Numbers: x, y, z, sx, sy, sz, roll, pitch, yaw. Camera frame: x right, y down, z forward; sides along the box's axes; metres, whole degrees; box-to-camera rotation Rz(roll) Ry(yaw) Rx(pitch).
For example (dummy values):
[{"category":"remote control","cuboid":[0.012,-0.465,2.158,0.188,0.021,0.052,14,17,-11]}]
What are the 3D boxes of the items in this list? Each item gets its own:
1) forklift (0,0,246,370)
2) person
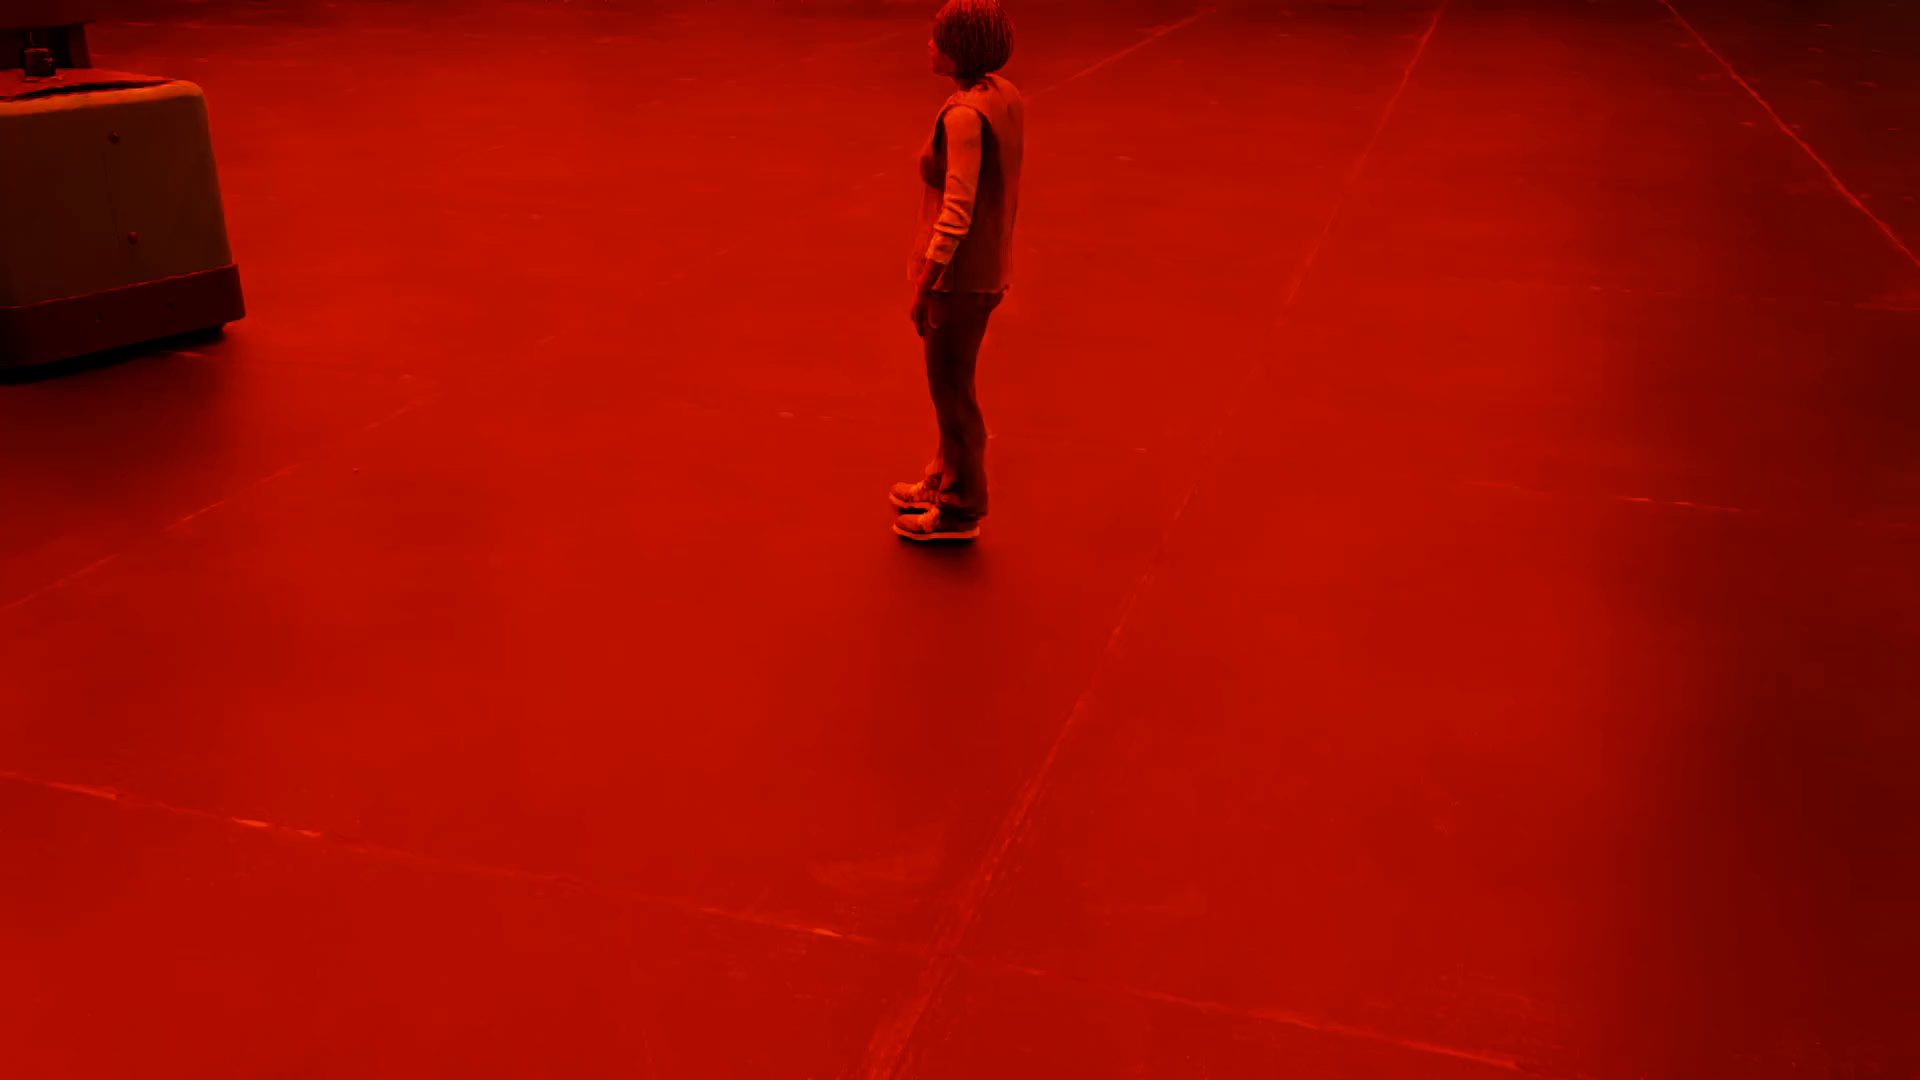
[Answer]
[{"category":"forklift","cuboid":[-4.621,-2.464,7.248,3.031,2.935,1.130,16,27,34]},{"category":"person","cuboid":[-0.067,-0.758,4.846,0.474,1.597,0.521,7,23,16]}]
